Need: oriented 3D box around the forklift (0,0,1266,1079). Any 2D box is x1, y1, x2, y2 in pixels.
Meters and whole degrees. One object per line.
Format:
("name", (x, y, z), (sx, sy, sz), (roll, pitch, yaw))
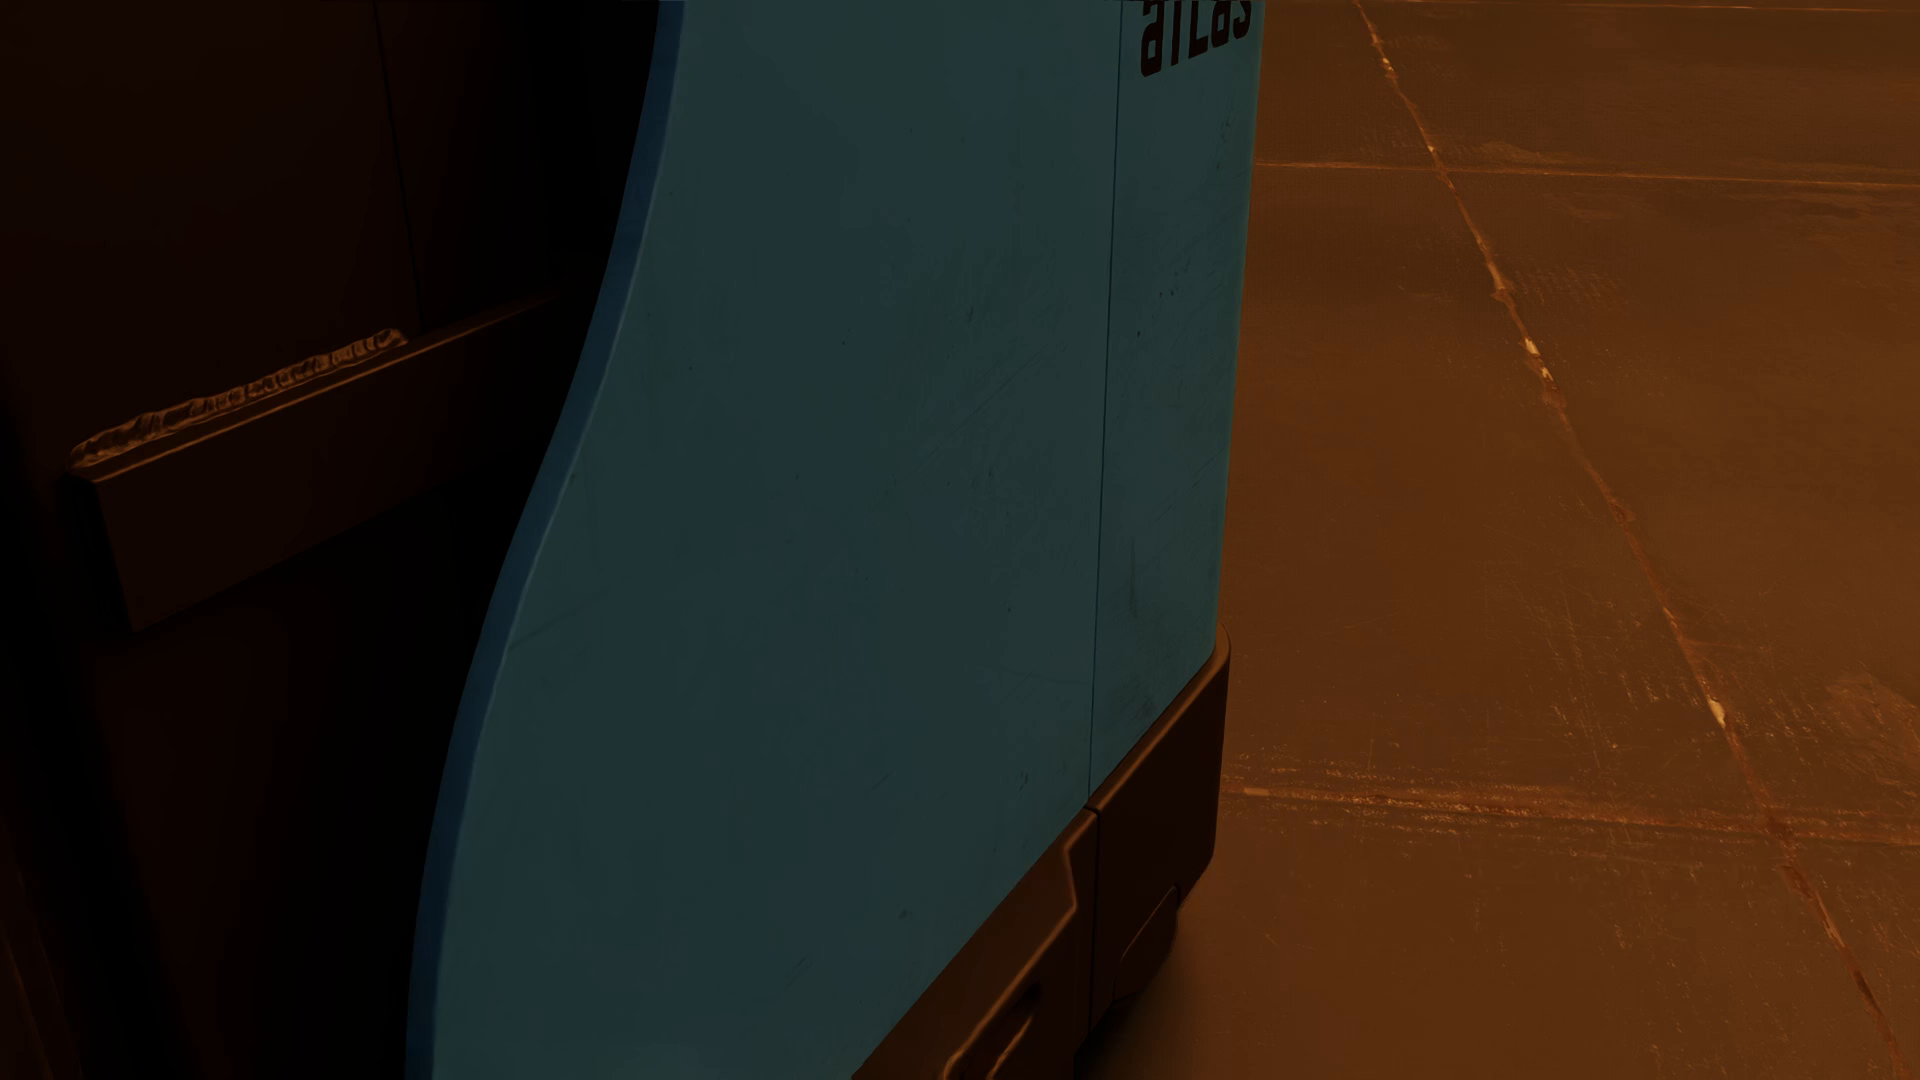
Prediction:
("forklift", (-0.906, -0.487, 0.193), (1.130, 2.935, 3.031), (14, 30, 26))
